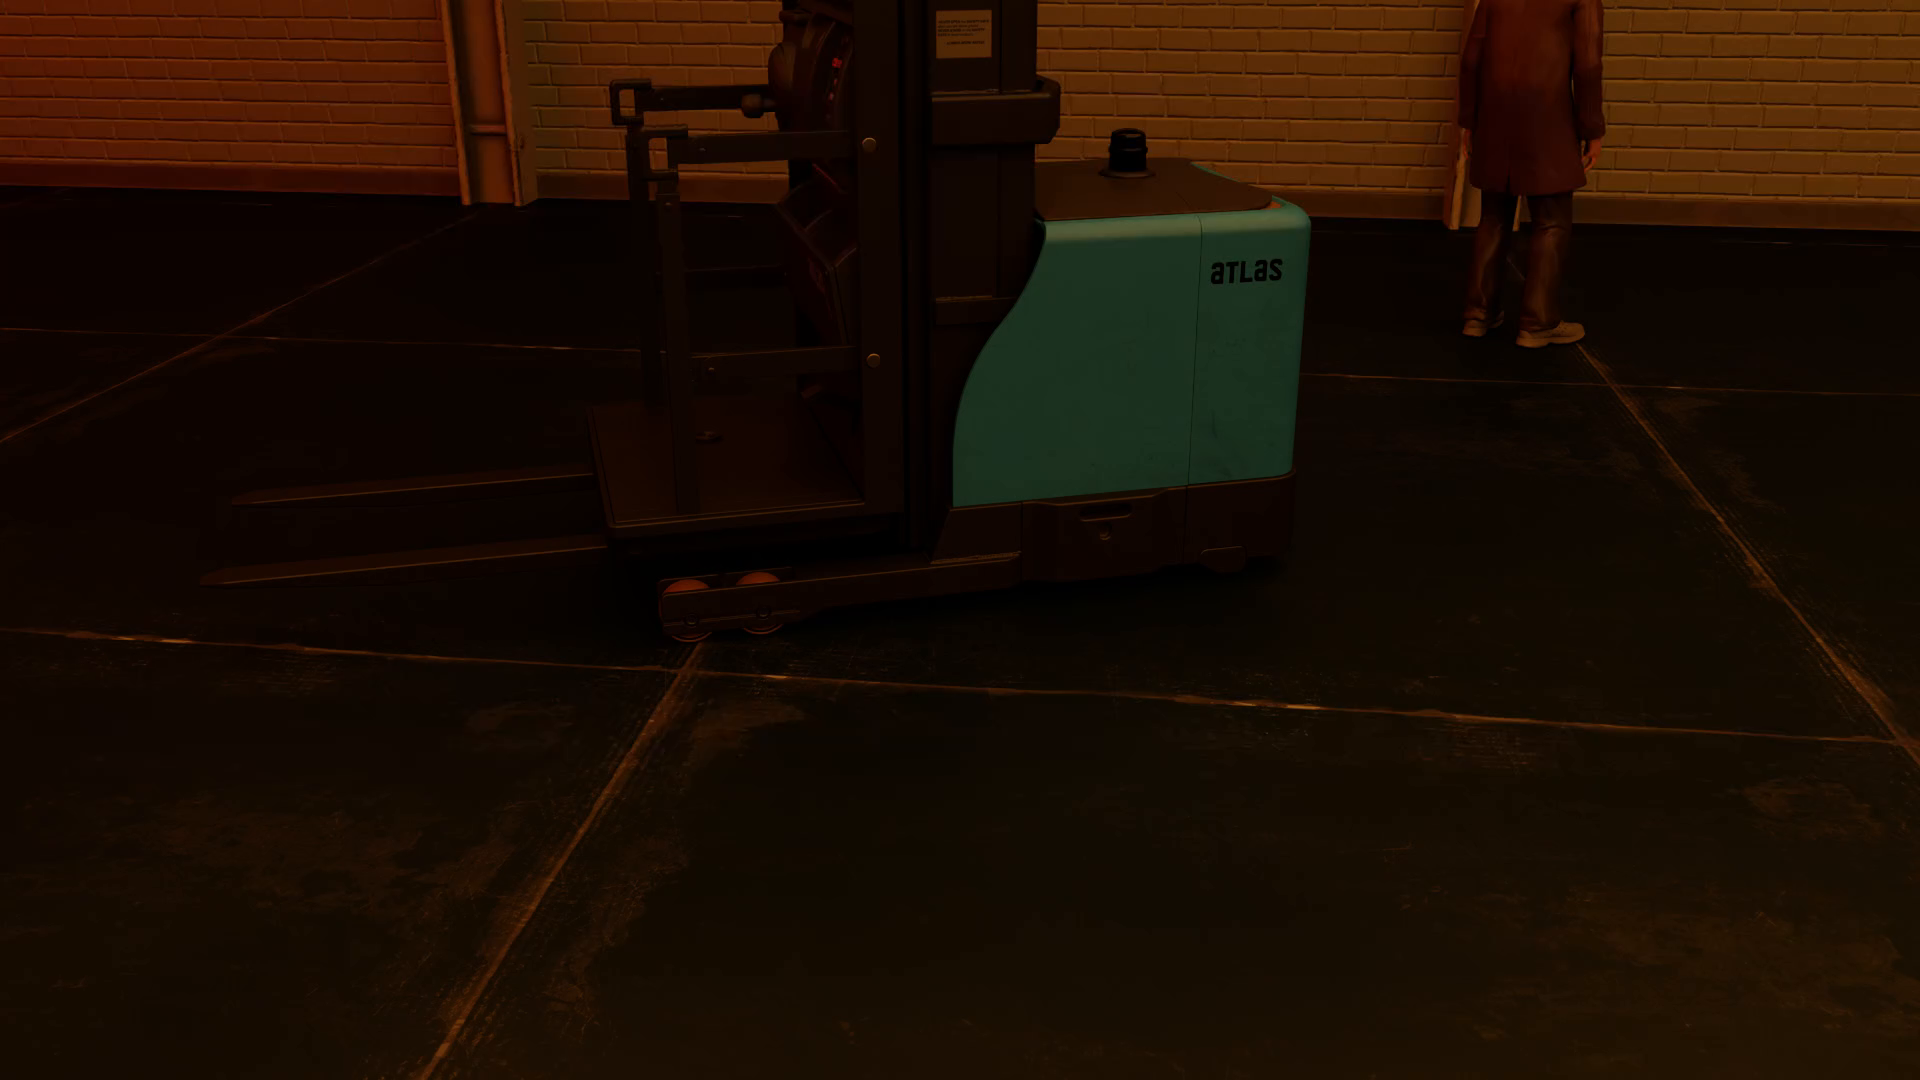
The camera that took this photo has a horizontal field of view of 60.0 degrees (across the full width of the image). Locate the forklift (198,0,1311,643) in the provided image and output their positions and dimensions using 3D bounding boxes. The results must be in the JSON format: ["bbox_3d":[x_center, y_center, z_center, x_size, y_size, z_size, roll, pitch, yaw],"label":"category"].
[{"bbox_3d":[-0.588,-1.301,4.485,3.031,2.935,1.130,-6,23,-14],"label":"forklift"}]

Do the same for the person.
[{"bbox_3d":[2.433,-1.741,7.125,0.655,1.775,0.426,20,29,40],"label":"person"}]
